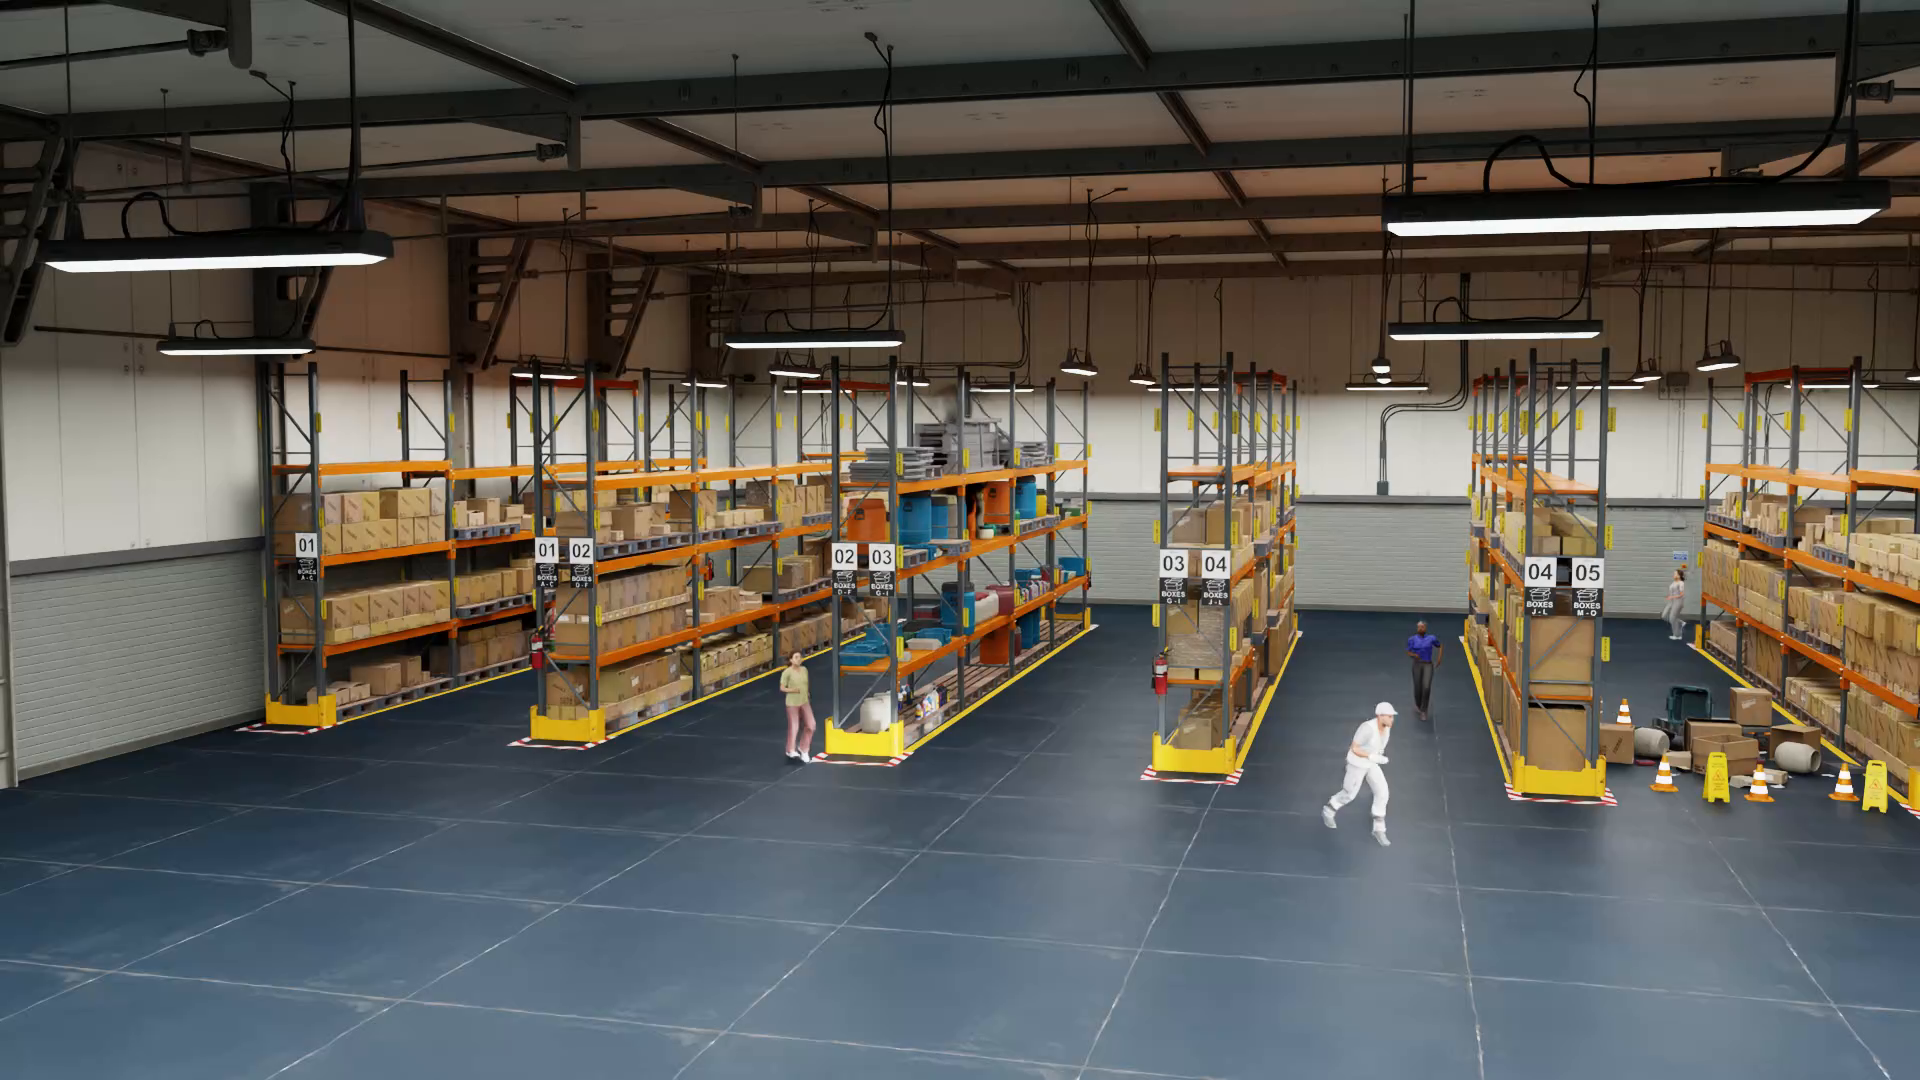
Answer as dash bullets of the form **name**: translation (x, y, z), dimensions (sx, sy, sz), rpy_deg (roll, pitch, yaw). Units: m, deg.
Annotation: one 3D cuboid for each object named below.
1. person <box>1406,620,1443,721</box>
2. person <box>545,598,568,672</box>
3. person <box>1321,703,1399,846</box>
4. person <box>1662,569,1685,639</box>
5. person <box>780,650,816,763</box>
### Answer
- **person**: translation (7.872, 2.213, 28.252), dimensions (0.583, 1.694, 0.765), rpy_deg (2, 4, 21)
- **person**: translation (-7.645, 1.902, 31.716), dimensions (0.670, 1.732, 0.633), rpy_deg (-1, 4, -9)
- **person**: translation (4.810, 2.768, 20.028), dimensions (0.704, 1.731, 1.056), rpy_deg (-4, 5, -42)
- **person**: translation (16.520, 1.484, 38.465), dimensions (0.507, 1.622, 0.560), rpy_deg (0, 4, -1)
- **person**: translation (-2.401, 2.451, 24.535), dimensions (0.554, 1.684, 0.679), rpy_deg (-2, 5, -31)
